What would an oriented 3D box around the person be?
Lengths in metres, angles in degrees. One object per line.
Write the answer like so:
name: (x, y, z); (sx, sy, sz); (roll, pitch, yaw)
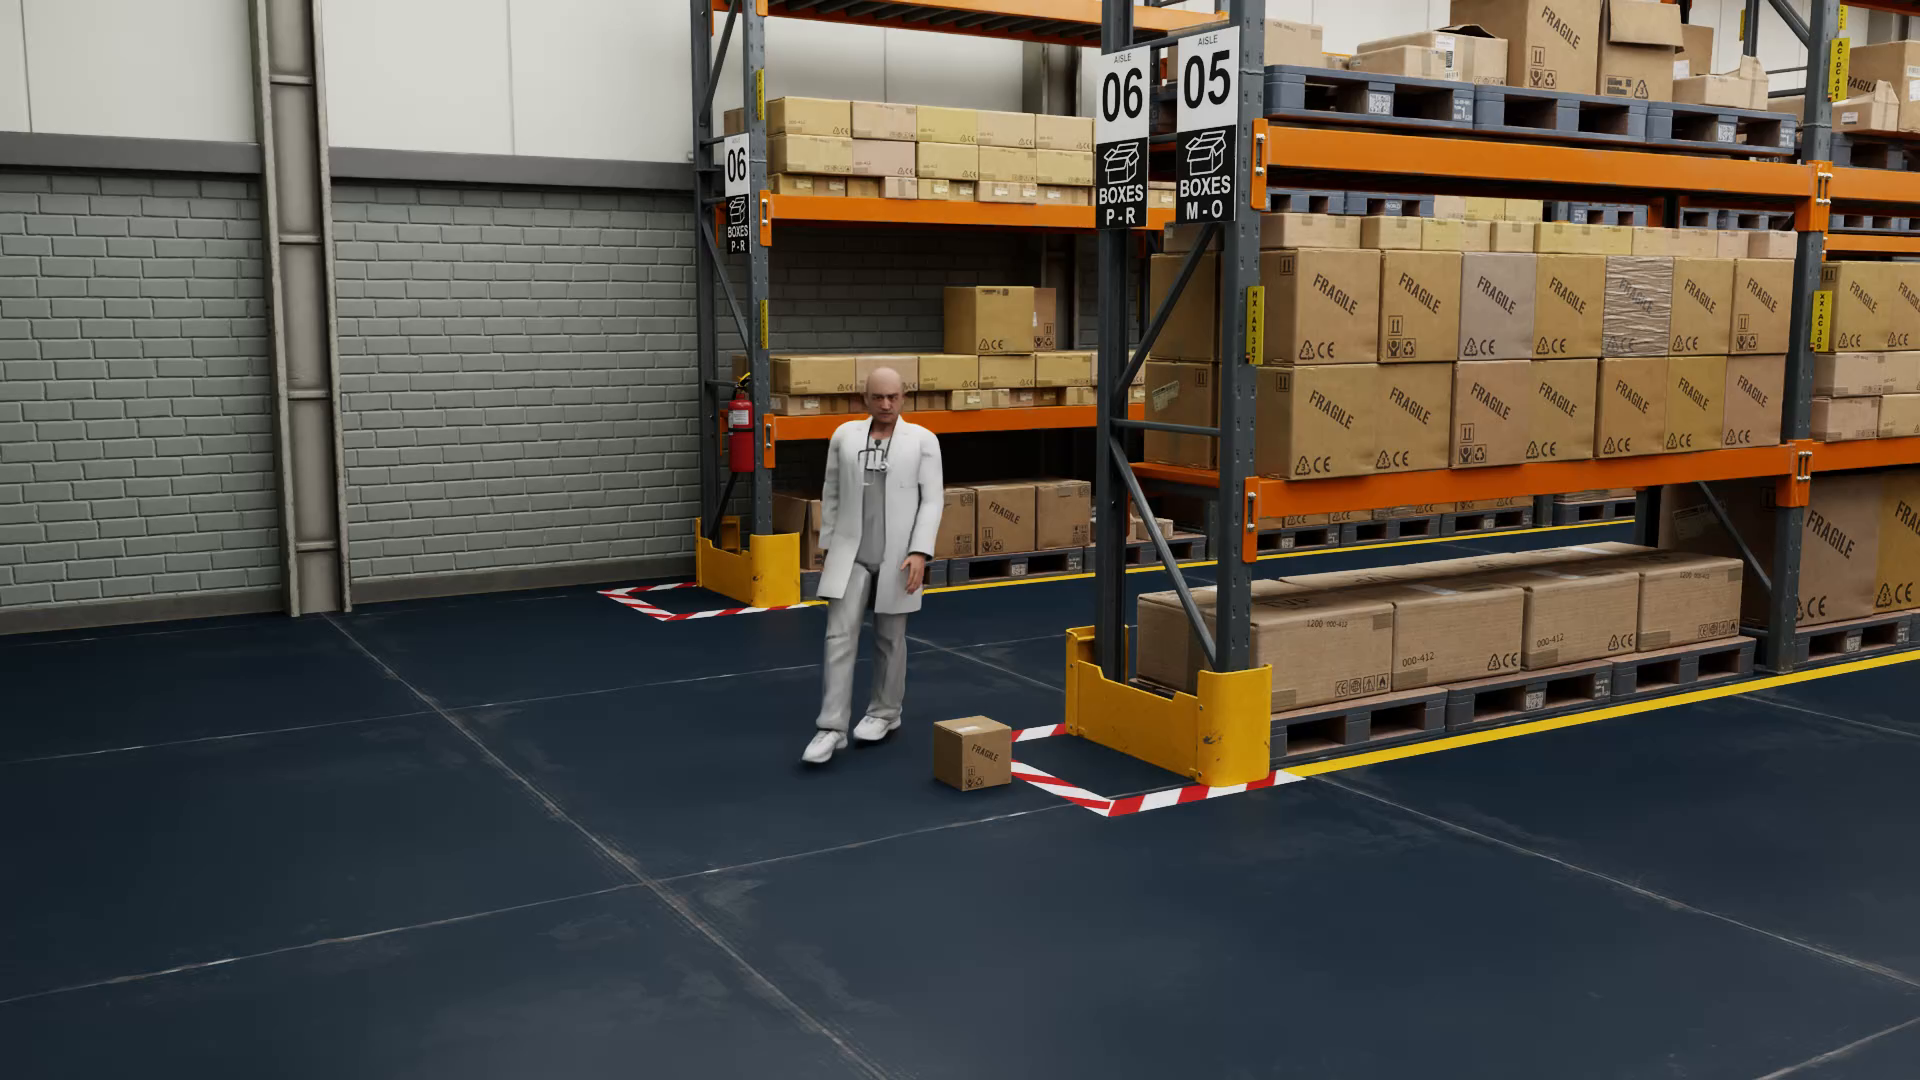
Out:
person: (-0.386, 0.097, 7.606); (0.612, 1.764, 0.840); (1, 8, 5)
